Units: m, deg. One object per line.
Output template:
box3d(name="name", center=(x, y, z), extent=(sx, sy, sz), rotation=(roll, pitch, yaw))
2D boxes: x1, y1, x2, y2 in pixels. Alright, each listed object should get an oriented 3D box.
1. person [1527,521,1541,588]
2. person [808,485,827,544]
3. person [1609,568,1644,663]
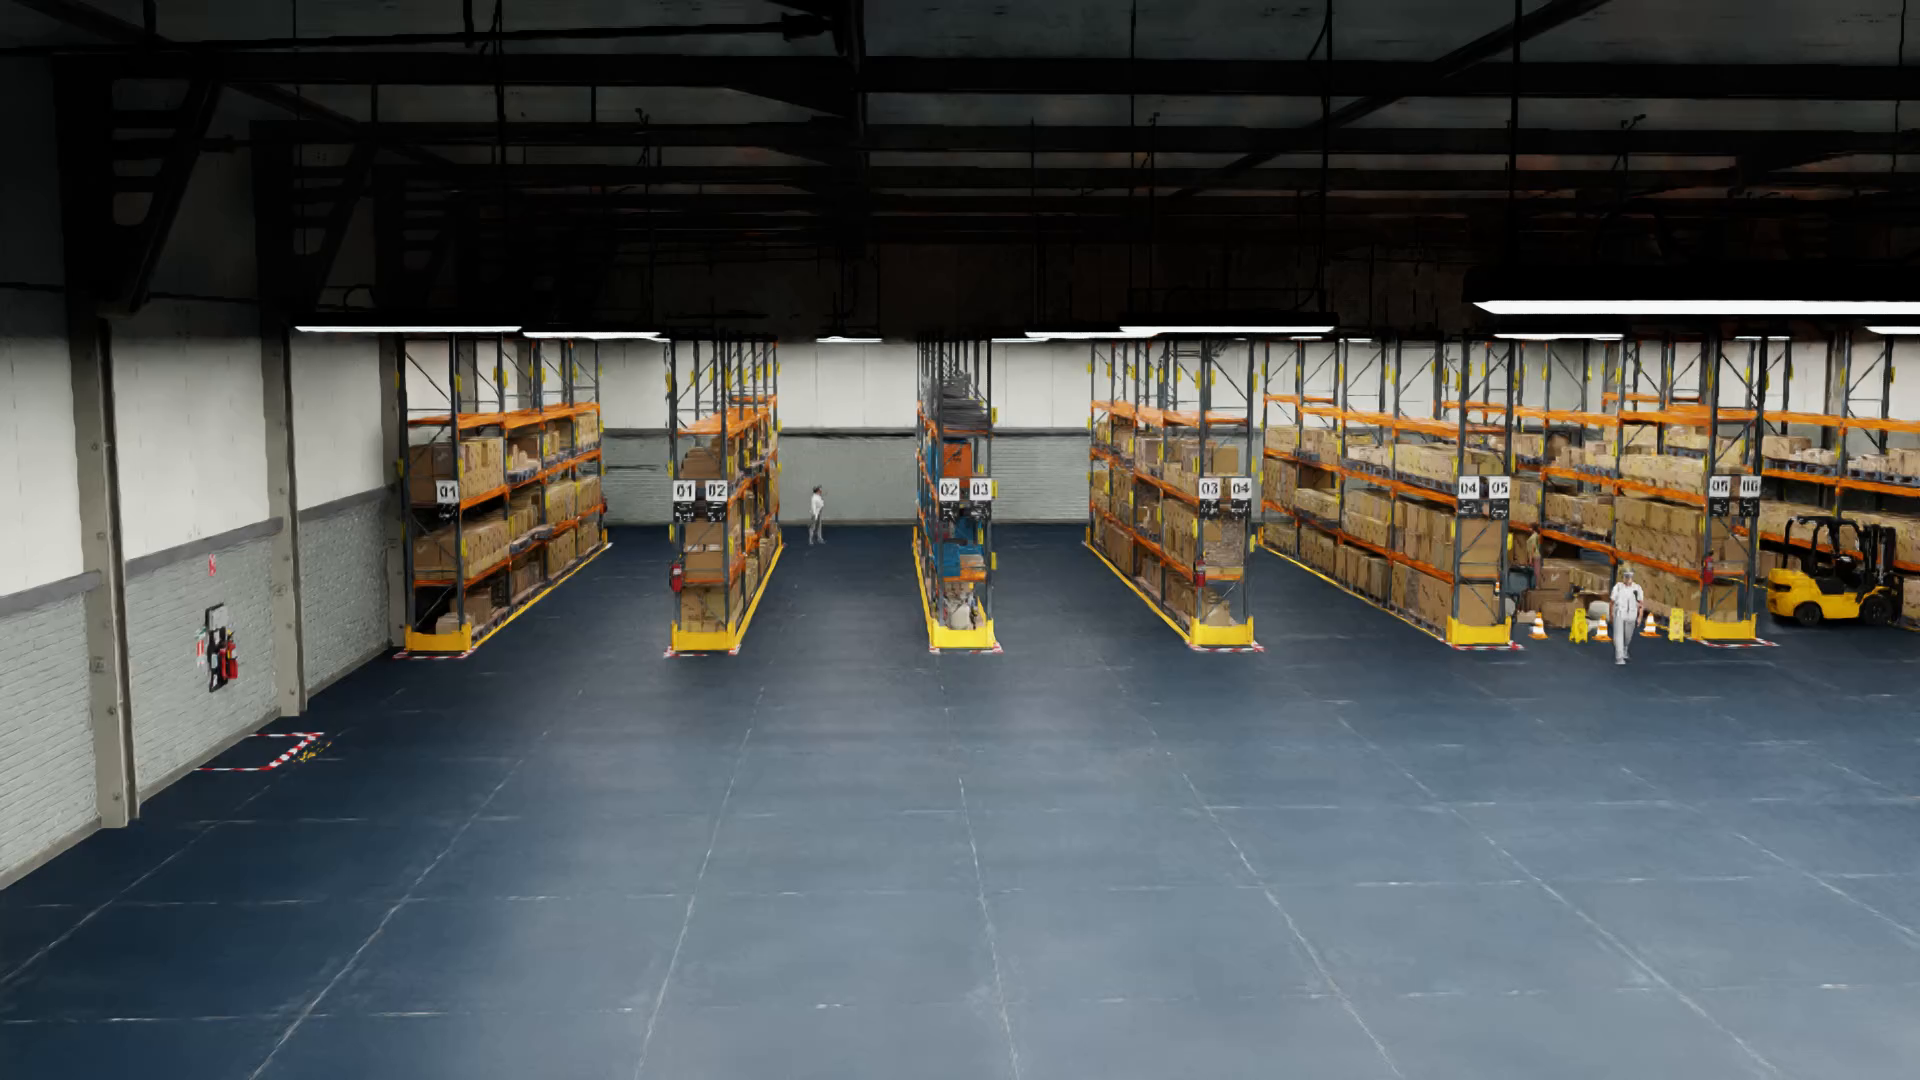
box3d(name="person", center=(13.063, 0.403, 38.000), extent=(0.569, 1.668, 0.558), rotation=(3, 7, 22))
box3d(name="person", center=(-4.118, -0.731, 47.702), extent=(0.447, 1.676, 0.582), rotation=(3, 7, 21))
box3d(name="person", center=(11.980, 1.346, 29.880), extent=(0.533, 1.702, 1.040), rotation=(1, 7, 6))
